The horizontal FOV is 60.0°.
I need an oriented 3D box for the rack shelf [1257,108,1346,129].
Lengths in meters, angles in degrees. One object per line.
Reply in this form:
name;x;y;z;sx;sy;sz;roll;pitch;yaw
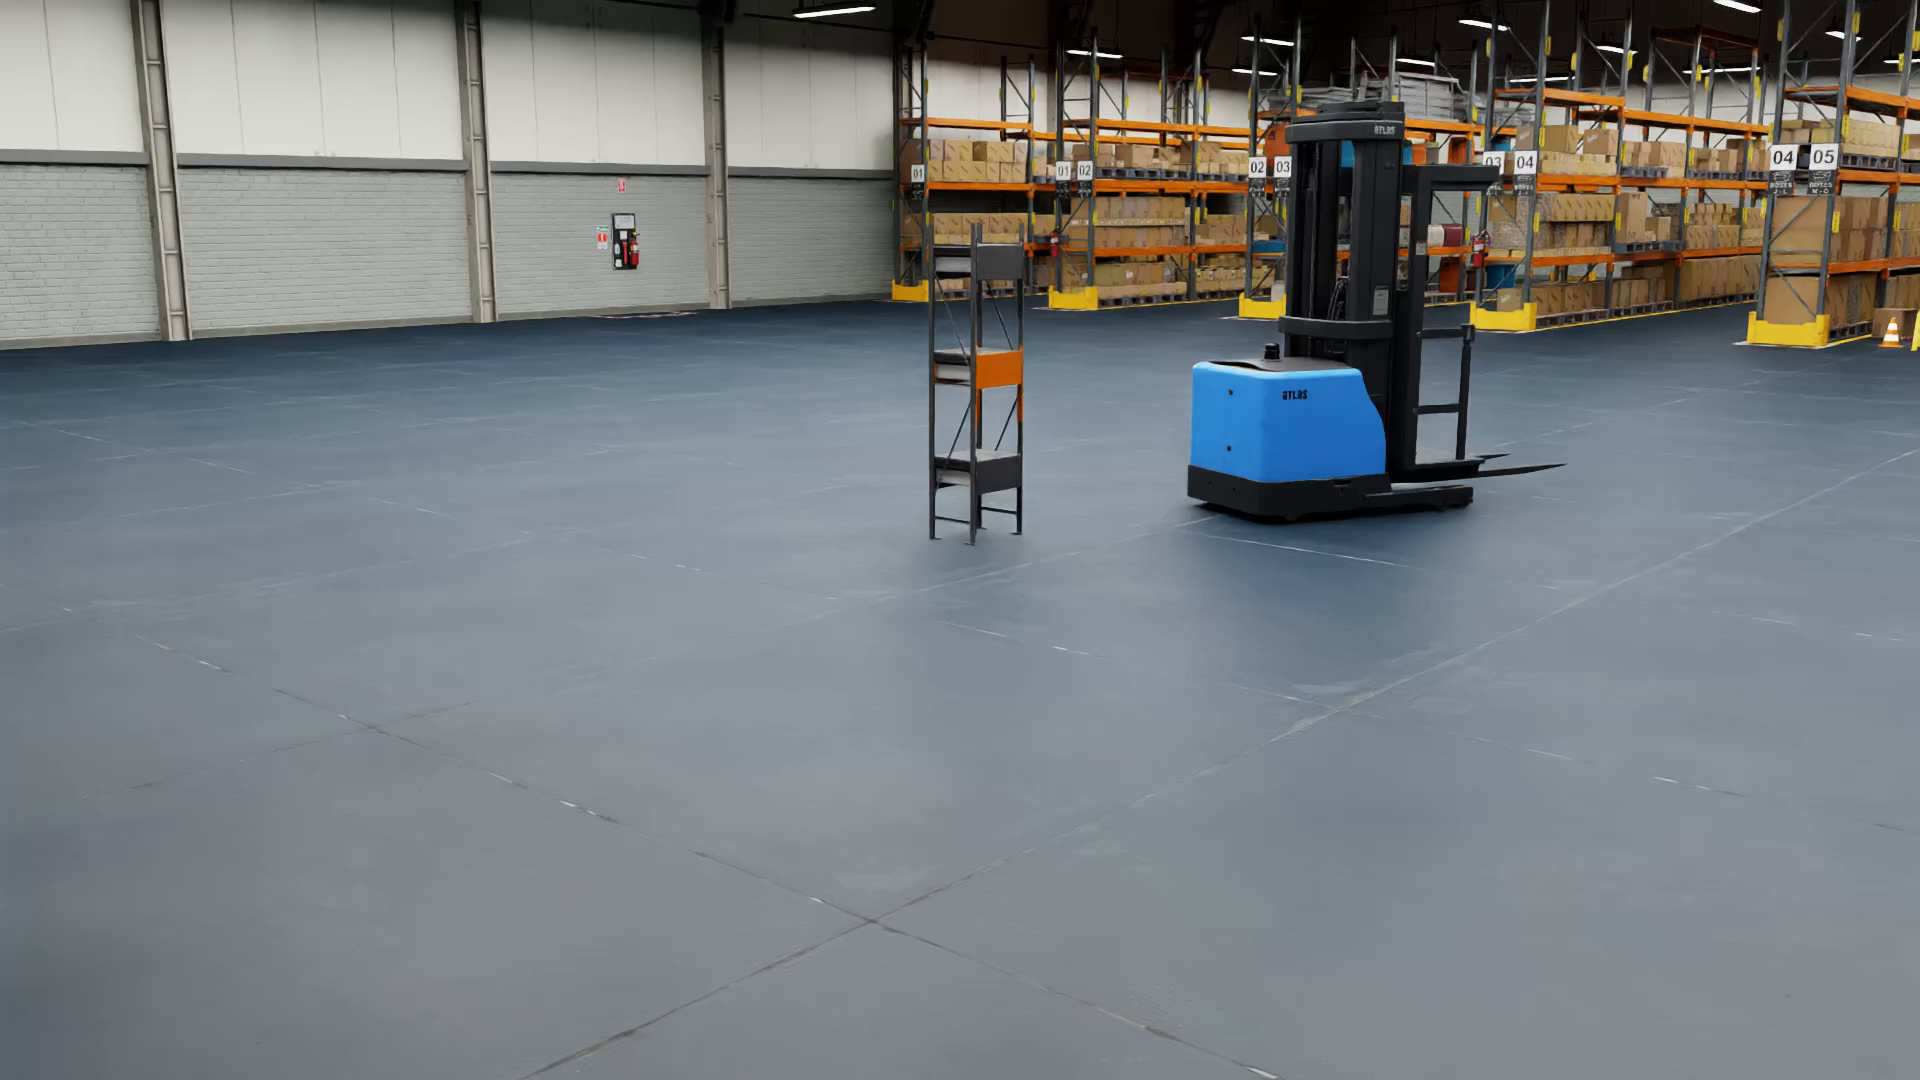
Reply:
rack shelf;7.580;-8.694;34.623;1.077;0.370;4.000;10;15;40

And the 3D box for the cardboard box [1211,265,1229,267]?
cardboard box;6.577;-6.765;41.941;0.500;0.311;0.500;9;15;39

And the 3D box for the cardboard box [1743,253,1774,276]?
cardboard box;19.579;-6.646;41.181;0.875;0.875;0.875;10;15;40

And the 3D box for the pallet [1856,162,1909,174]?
pallet;16.848;-6.817;30.515;0.805;0.209;1.217;9;14;38

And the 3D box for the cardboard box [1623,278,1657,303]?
cardboard box;14.477;-5.349;35.593;0.700;0.500;0.500;8;14;36

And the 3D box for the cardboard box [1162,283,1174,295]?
cardboard box;4.702;-5.925;39.167;0.500;0.250;0.500;10;15;40

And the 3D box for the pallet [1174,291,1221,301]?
pallet;5.638;-5.983;40.625;1.003;0.211;1.213;10;15;40

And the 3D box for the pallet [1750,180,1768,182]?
pallet;20.060;-9.038;41.369;1.003;0.211;1.213;10;15;40

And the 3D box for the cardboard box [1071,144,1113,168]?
cardboard box;2.924;-8.528;36.899;0.637;0.503;0.797;-11;16;-44

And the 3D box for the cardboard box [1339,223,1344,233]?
cardboard box;10.600;-8.569;46.201;0.500;0.500;0.500;10;15;41

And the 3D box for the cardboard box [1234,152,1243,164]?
cardboard box;8.077;-11.292;49.571;0.500;0.500;0.500;10;15;41

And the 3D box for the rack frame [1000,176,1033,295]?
rack frame;1.458;-7.876;42.988;1.000;3.000;0.127;10;15;40

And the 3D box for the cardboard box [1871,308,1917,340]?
cardboard box;16.026;-3.713;28.520;0.500;0.500;0.500;-9;14;-38

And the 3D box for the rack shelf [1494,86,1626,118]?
rack shelf;11.300;-8.248;31.378;1.077;0.370;4.000;10;15;40

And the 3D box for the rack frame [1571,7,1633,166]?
rack frame;12.620;-8.897;32.781;1.000;3.000;0.127;10;15;40

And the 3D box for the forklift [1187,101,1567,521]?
forklift;3.267;-1.747;12.477;3.031;2.935;1.130;-5;13;-25

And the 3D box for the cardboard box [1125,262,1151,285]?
cardboard box;4.054;-6.144;38.346;0.500;0.500;0.500;10;15;40

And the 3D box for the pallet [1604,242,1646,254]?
pallet;13.234;-5.955;33.856;1.003;0.211;1.213;10;15;40

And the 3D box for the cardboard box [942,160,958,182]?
cardboard box;-0.393;-8.909;40.193;0.500;0.500;0.500;-11;16;-44

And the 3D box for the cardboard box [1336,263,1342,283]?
cardboard box;10.019;-7.222;44.971;0.500;0.500;0.500;10;15;41

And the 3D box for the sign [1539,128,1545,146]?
sign;10.388;-7.196;29.691;0.100;0.325;0.005;10;15;40

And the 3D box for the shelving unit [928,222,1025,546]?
shelving unit;0.109;-1.054;11.127;0.431;2.100;0.503;10;15;40

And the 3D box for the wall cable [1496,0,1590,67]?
wall cable;17.738;-15.804;50.784;3.097;2.526;0.112;10;15;40

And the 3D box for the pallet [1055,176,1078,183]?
pallet;2.628;-9.485;43.864;1.213;0.211;1.003;10;15;40

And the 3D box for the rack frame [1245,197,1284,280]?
rack frame;7.822;-7.825;42.730;1.000;3.000;0.127;10;15;40

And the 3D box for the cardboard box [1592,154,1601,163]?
cardboard box;12.114;-7.343;32.025;0.380;0.149;0.250;9;15;39

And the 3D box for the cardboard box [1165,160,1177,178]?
cardboard box;5.757;-10.584;47.505;0.700;0.500;0.500;9;15;39

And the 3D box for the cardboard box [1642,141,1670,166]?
cardboard box;14.465;-8.058;34.709;0.500;0.500;0.500;10;15;41

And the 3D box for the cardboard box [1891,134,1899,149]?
cardboard box;16.147;-6.992;29.195;0.500;0.250;0.500;10;15;40

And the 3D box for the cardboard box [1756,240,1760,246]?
cardboard box;19.034;-7.164;40.060;0.380;0.149;0.250;9;15;40

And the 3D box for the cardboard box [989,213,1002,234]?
cardboard box;0.712;-7.924;41.643;0.500;0.500;0.500;9;15;39

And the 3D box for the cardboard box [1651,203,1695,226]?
cardboard box;15.756;-7.190;36.735;0.797;0.503;0.637;10;15;42

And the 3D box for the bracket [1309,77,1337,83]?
bracket;12.227;-15.135;54.822;0.076;0.066;3.189;10;15;40

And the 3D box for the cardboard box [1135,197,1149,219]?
cardboard box;3.899;-7.634;38.207;0.700;0.500;0.500;10;15;40

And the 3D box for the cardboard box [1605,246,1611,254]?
cardboard box;12.699;-5.762;33.044;0.380;0.149;0.250;10;15;40

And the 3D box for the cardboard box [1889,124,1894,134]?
cardboard box;15.944;-7.124;28.839;0.380;0.149;0.250;10;15;40

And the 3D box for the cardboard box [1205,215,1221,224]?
cardboard box;7.109;-9.278;49.240;0.980;0.700;0.700;10;15;41

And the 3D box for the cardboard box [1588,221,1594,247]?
cardboard box;11.920;-6.023;32.692;0.875;0.500;0.500;10;15;40

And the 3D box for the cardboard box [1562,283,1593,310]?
cardboard box;12.326;-4.882;33.303;0.500;0.500;0.500;9;15;39

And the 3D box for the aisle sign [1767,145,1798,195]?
aisle sign;13.367;-6.014;27.024;0.394;0.787;0.004;10;15;40

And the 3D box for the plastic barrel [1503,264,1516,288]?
plastic barrel;13.809;-6.872;42.242;0.600;0.901;0.708;10;15;40

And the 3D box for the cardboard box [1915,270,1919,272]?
cardboard box;19.557;-5.305;33.511;0.500;0.250;0.500;9;14;38

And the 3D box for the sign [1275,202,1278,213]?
sign;9.778;-10.254;51.329;0.100;0.325;0.005;10;15;40

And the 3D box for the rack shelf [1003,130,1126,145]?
rack shelf;2.778;-10.564;43.983;1.077;0.370;4.000;10;15;40

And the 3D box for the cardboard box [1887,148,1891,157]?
cardboard box;15.943;-6.731;28.911;0.380;0.149;0.250;10;15;41

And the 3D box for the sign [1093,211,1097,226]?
sign;2.954;-7.039;36.381;0.100;0.325;0.005;10;15;40

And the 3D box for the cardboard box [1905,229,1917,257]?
cardboard box;17.493;-5.538;31.026;0.500;0.500;0.500;10;15;40

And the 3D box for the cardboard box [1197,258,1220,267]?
cardboard box;7.309;-8.130;49.569;0.700;0.500;0.500;10;15;41

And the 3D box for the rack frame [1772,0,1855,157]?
rack frame;13.639;-7.652;26.549;1.000;3.000;0.127;10;15;40

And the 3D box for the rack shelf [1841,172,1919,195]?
rack shelf;17.600;-6.711;31.333;1.077;0.370;4.000;10;15;40

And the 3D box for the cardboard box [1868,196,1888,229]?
cardboard box;15.734;-5.756;29.233;0.875;0.550;0.550;10;15;40

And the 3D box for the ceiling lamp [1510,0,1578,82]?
ceiling lamp;16.751;-14.877;47.819;2.000;3.185;0.800;10;15;40

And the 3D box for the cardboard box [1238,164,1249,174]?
cardboard box;6.846;-9.192;41.227;0.500;0.250;0.500;9;15;39

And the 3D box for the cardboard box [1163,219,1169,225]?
cardboard box;4.655;-7.422;38.802;0.380;0.149;0.250;10;15;40
